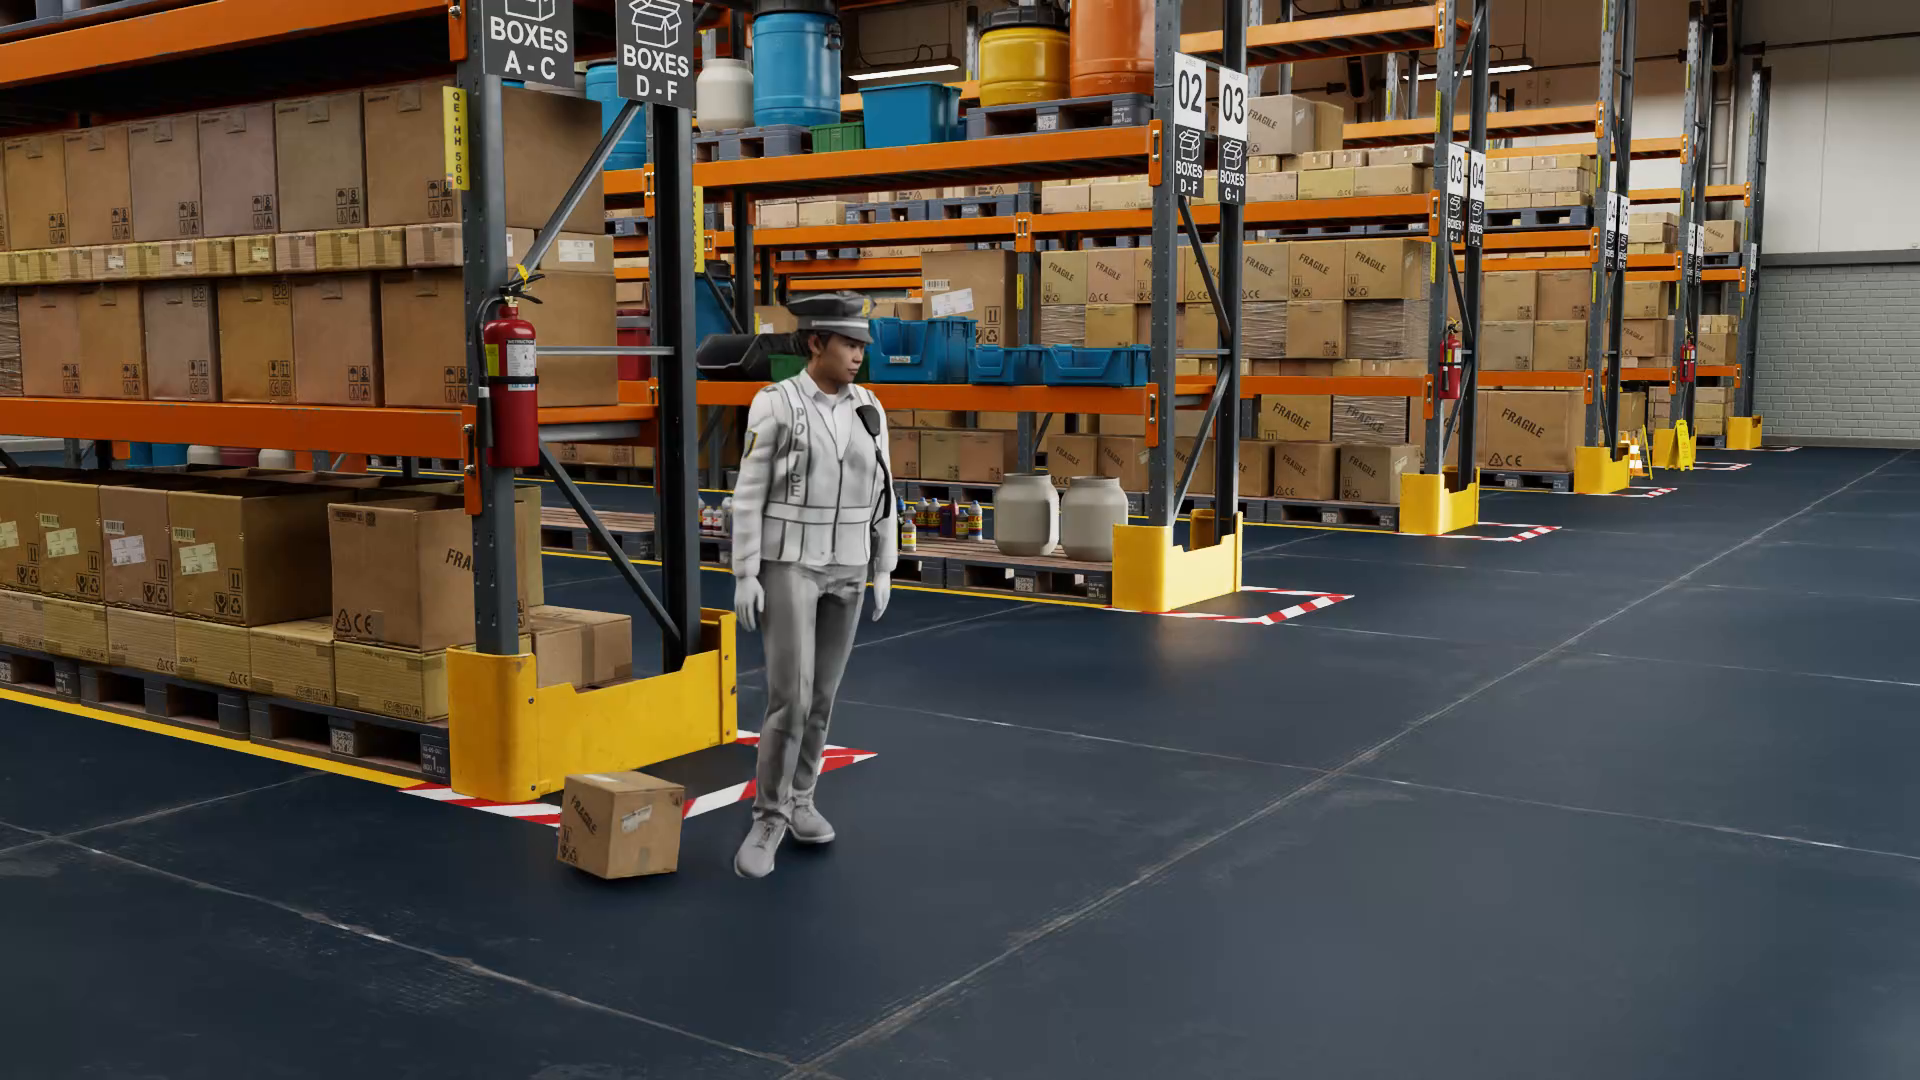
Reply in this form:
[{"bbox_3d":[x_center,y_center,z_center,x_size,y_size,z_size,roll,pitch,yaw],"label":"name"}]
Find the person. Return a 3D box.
[{"bbox_3d":[-0.458,0.124,4.958,0.589,1.695,0.458,-4,8,-33],"label":"person"}]
